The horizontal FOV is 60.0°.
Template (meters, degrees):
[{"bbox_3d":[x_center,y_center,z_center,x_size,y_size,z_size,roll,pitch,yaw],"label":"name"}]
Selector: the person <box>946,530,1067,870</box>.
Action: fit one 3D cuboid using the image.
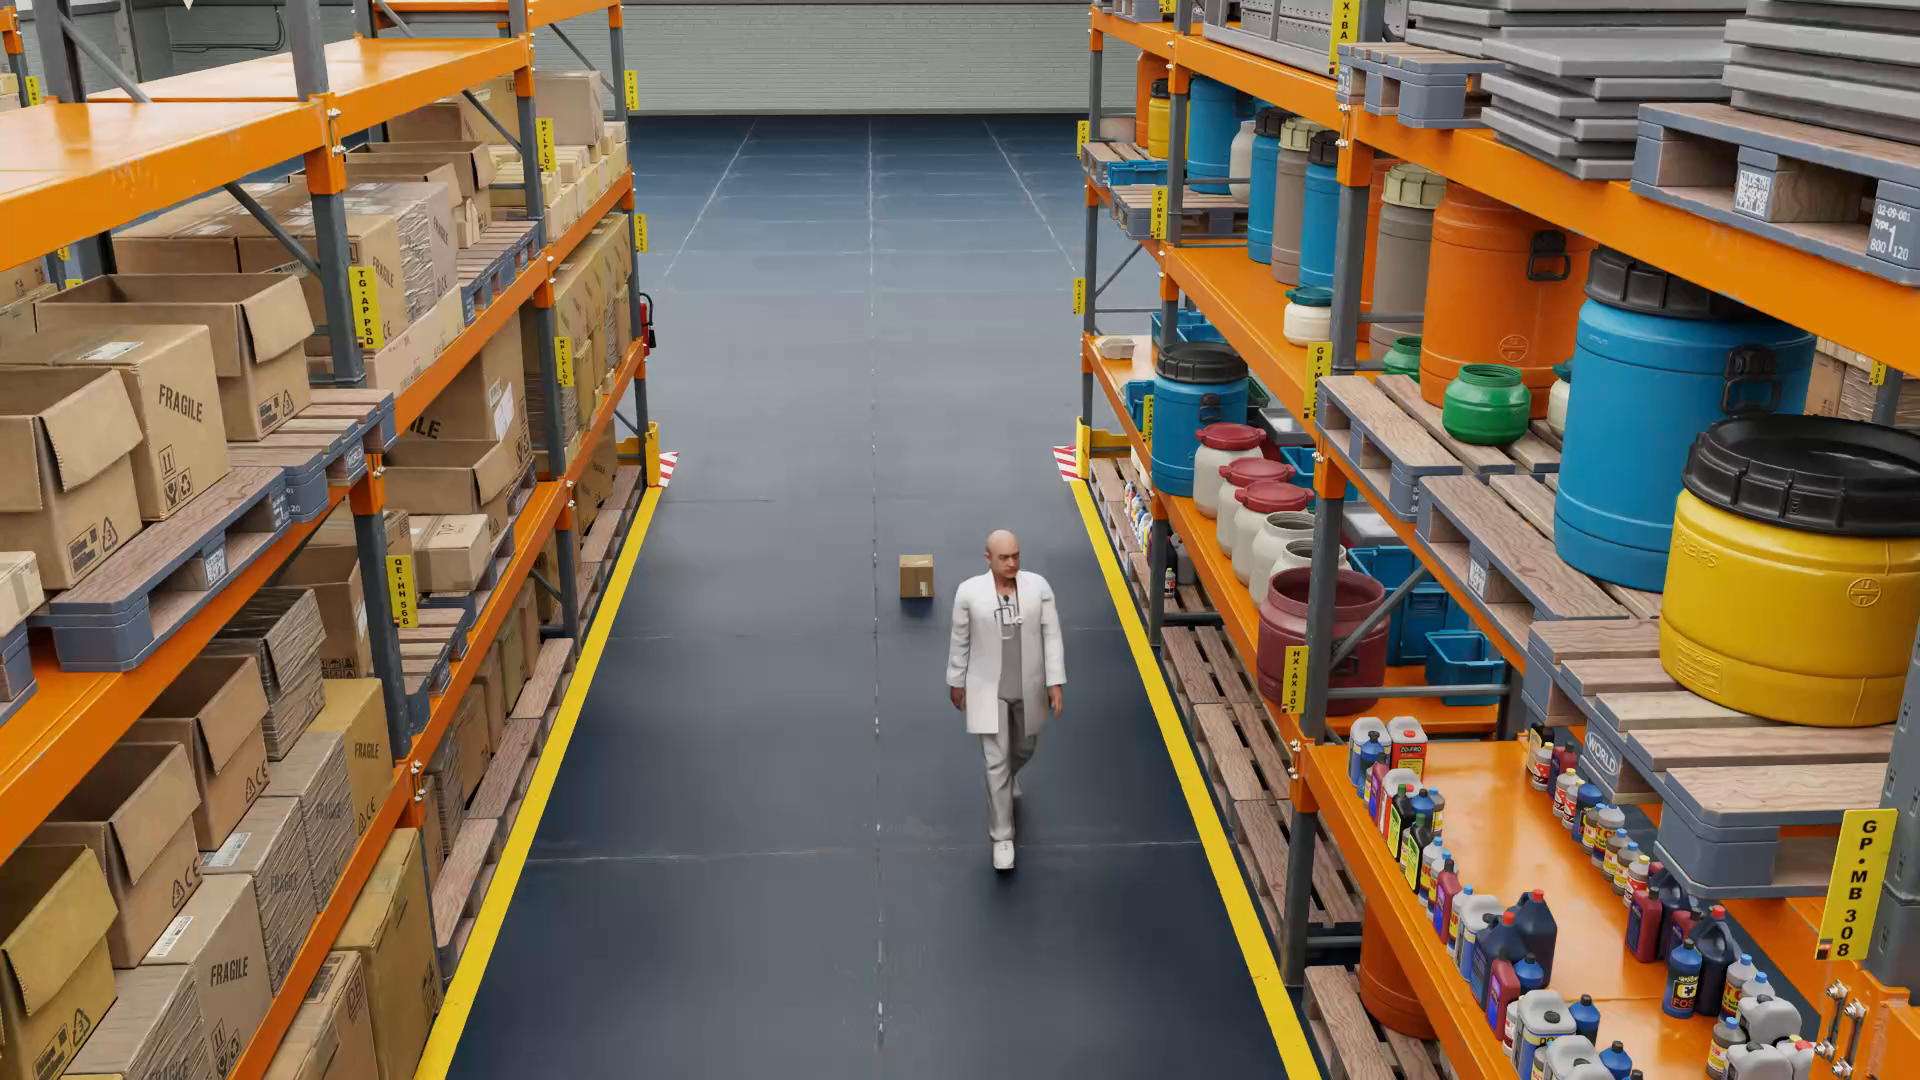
[{"bbox_3d":[0.250,0.777,8.961,0.619,1.739,1.051,-4,20,-10],"label":"person"}]
